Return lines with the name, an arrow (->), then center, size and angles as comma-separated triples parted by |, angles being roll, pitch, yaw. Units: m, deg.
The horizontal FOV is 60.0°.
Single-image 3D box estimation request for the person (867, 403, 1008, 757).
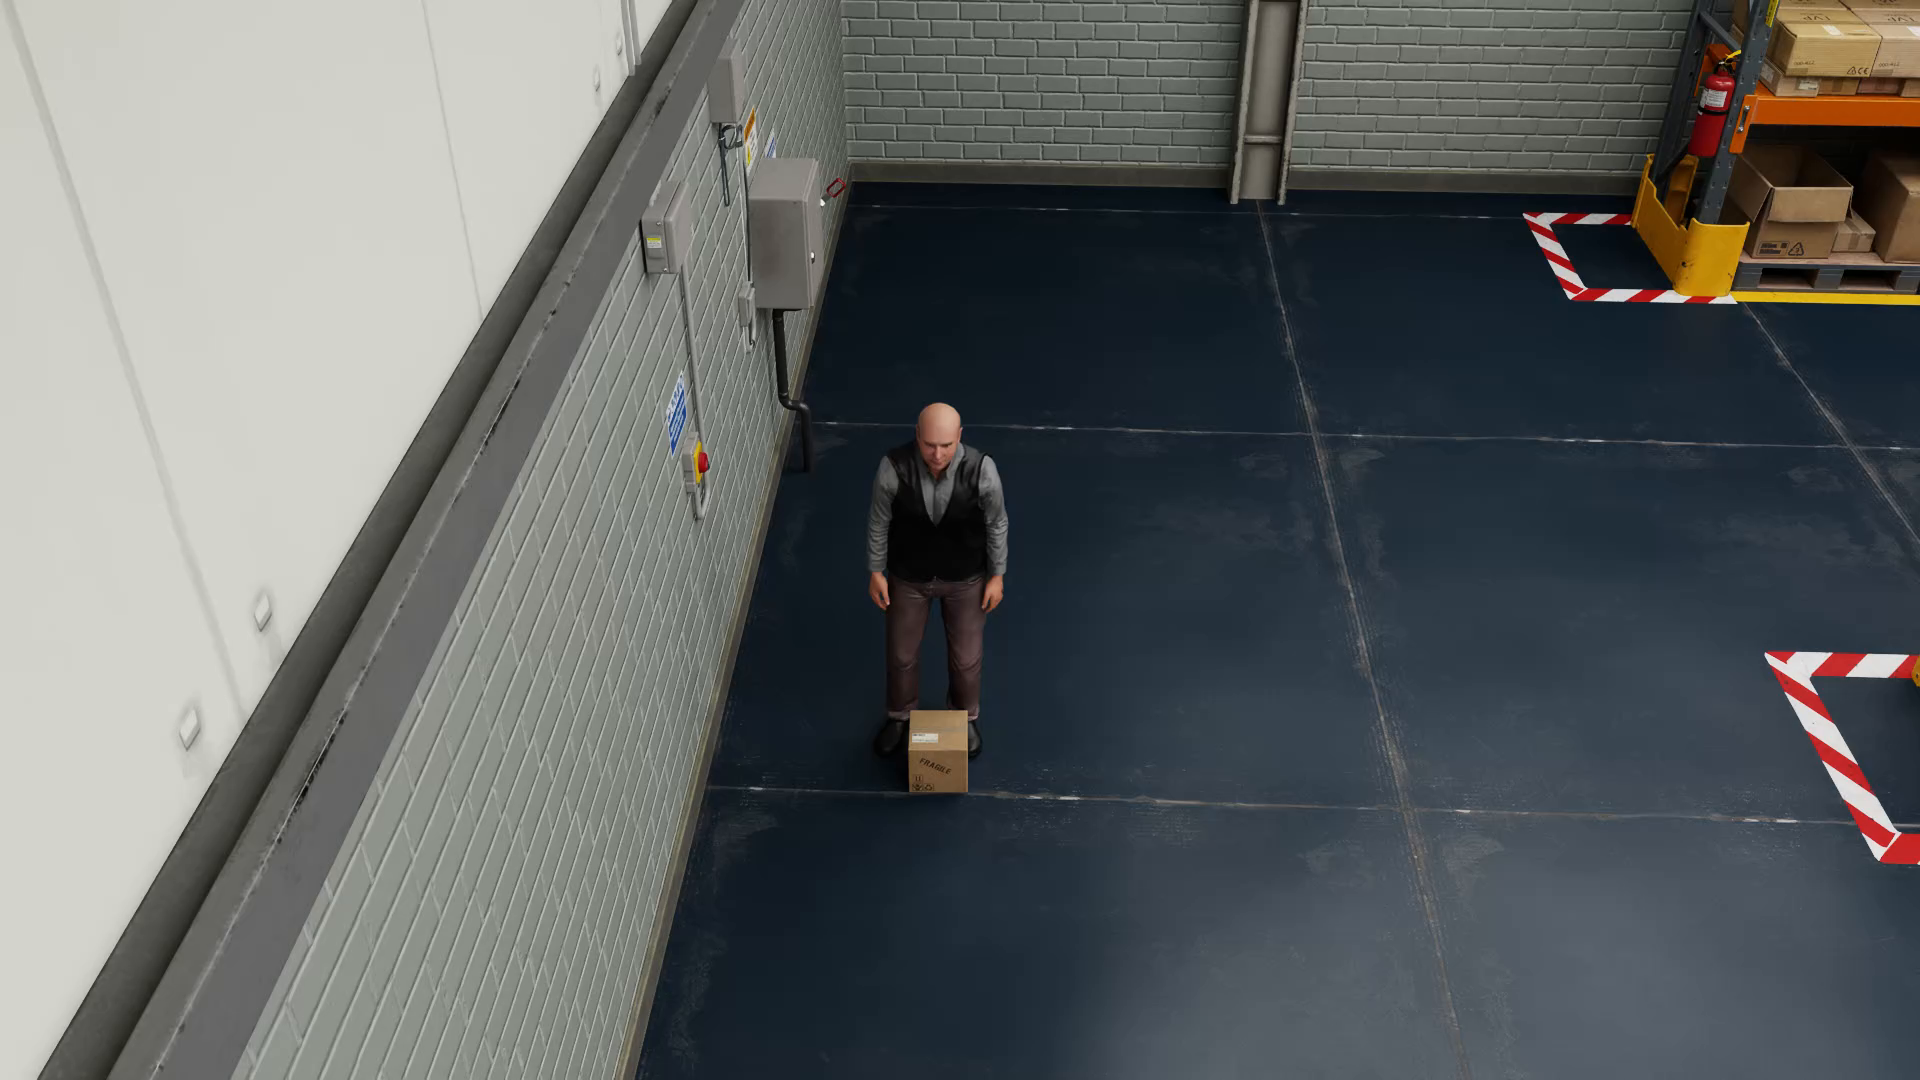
person -> -0.094, 0.145, 6.933 | 0.580, 1.721, 0.416 | 1, 35, 2
